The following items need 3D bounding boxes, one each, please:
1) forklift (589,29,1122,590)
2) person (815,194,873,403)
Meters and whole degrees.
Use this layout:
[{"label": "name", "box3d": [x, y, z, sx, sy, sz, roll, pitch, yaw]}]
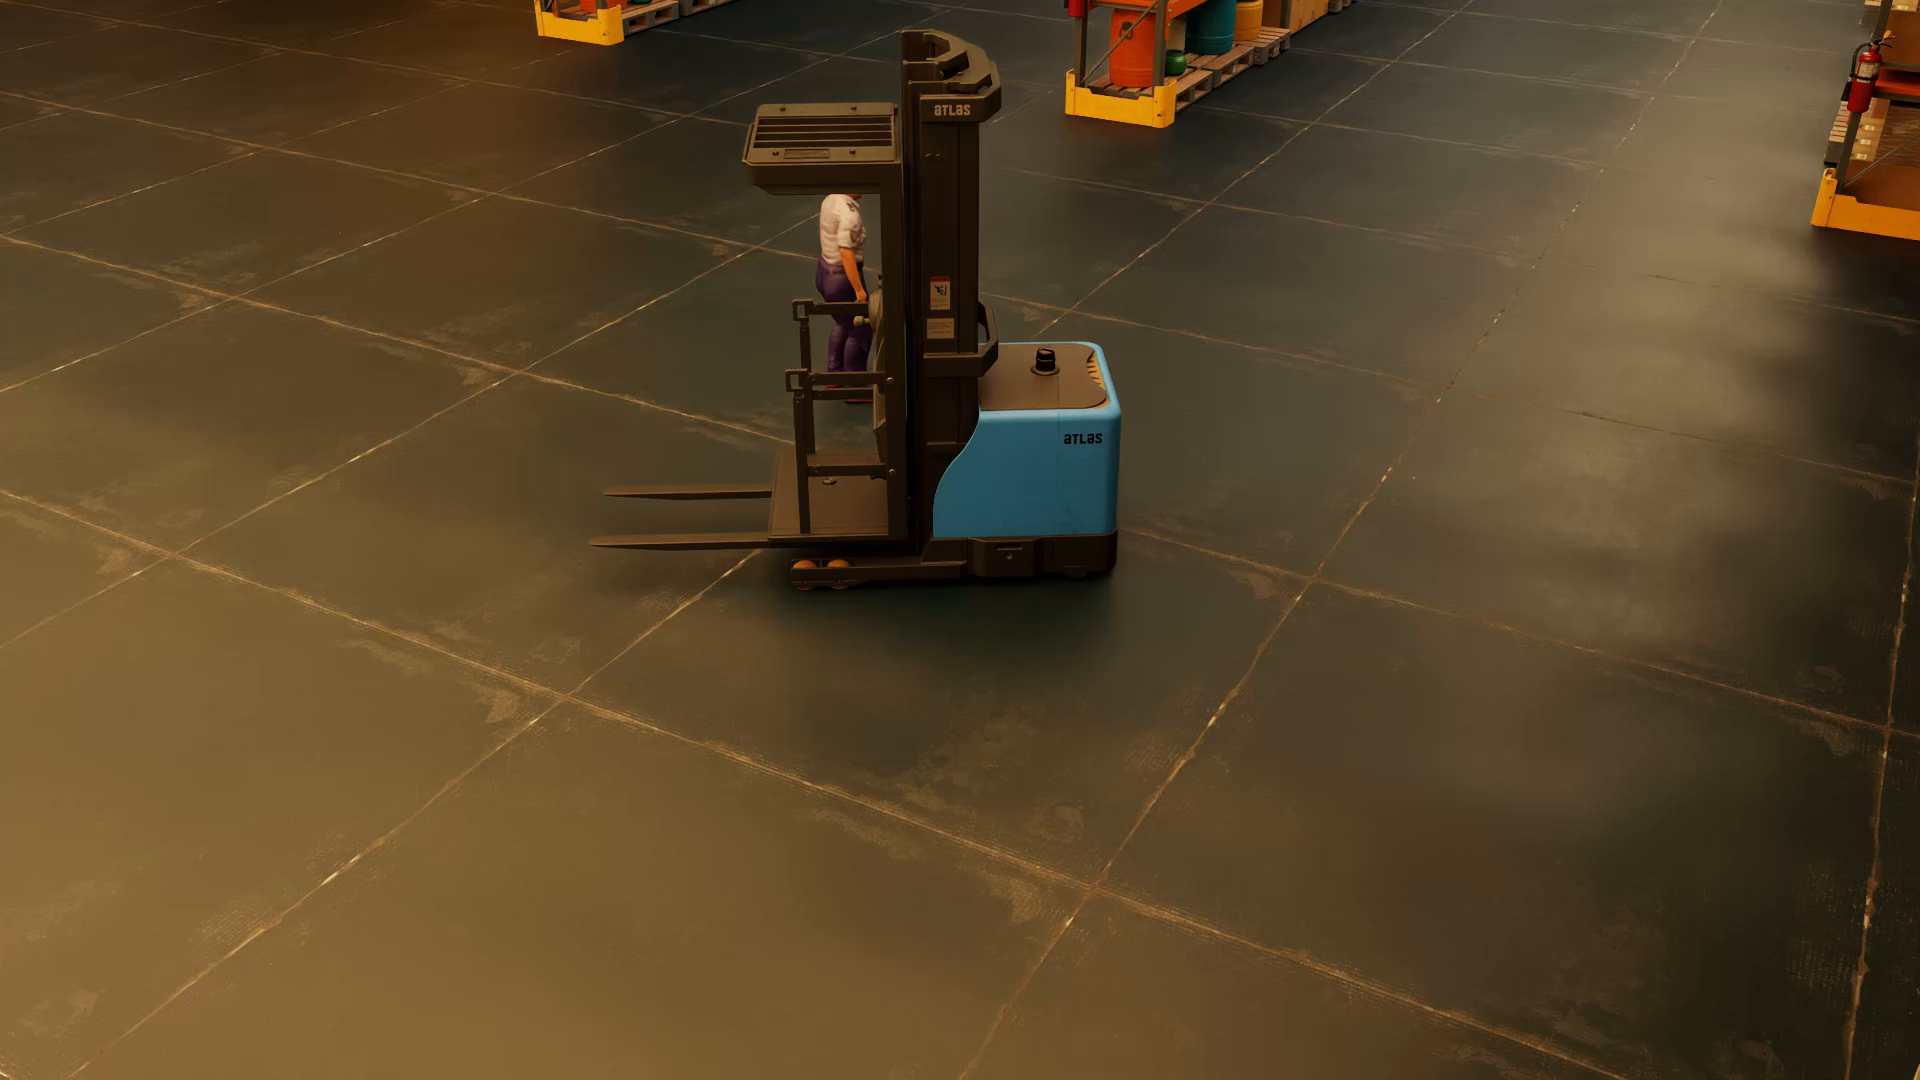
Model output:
[{"label": "forklift", "box3d": [-0.629, -1.254, 9.244, 3.031, 2.935, 1.130, -1, 30, -2]}, {"label": "person", "box3d": [-0.782, -1.778, 11.436, 0.382, 1.650, 0.542, -12, 32, -19]}]
